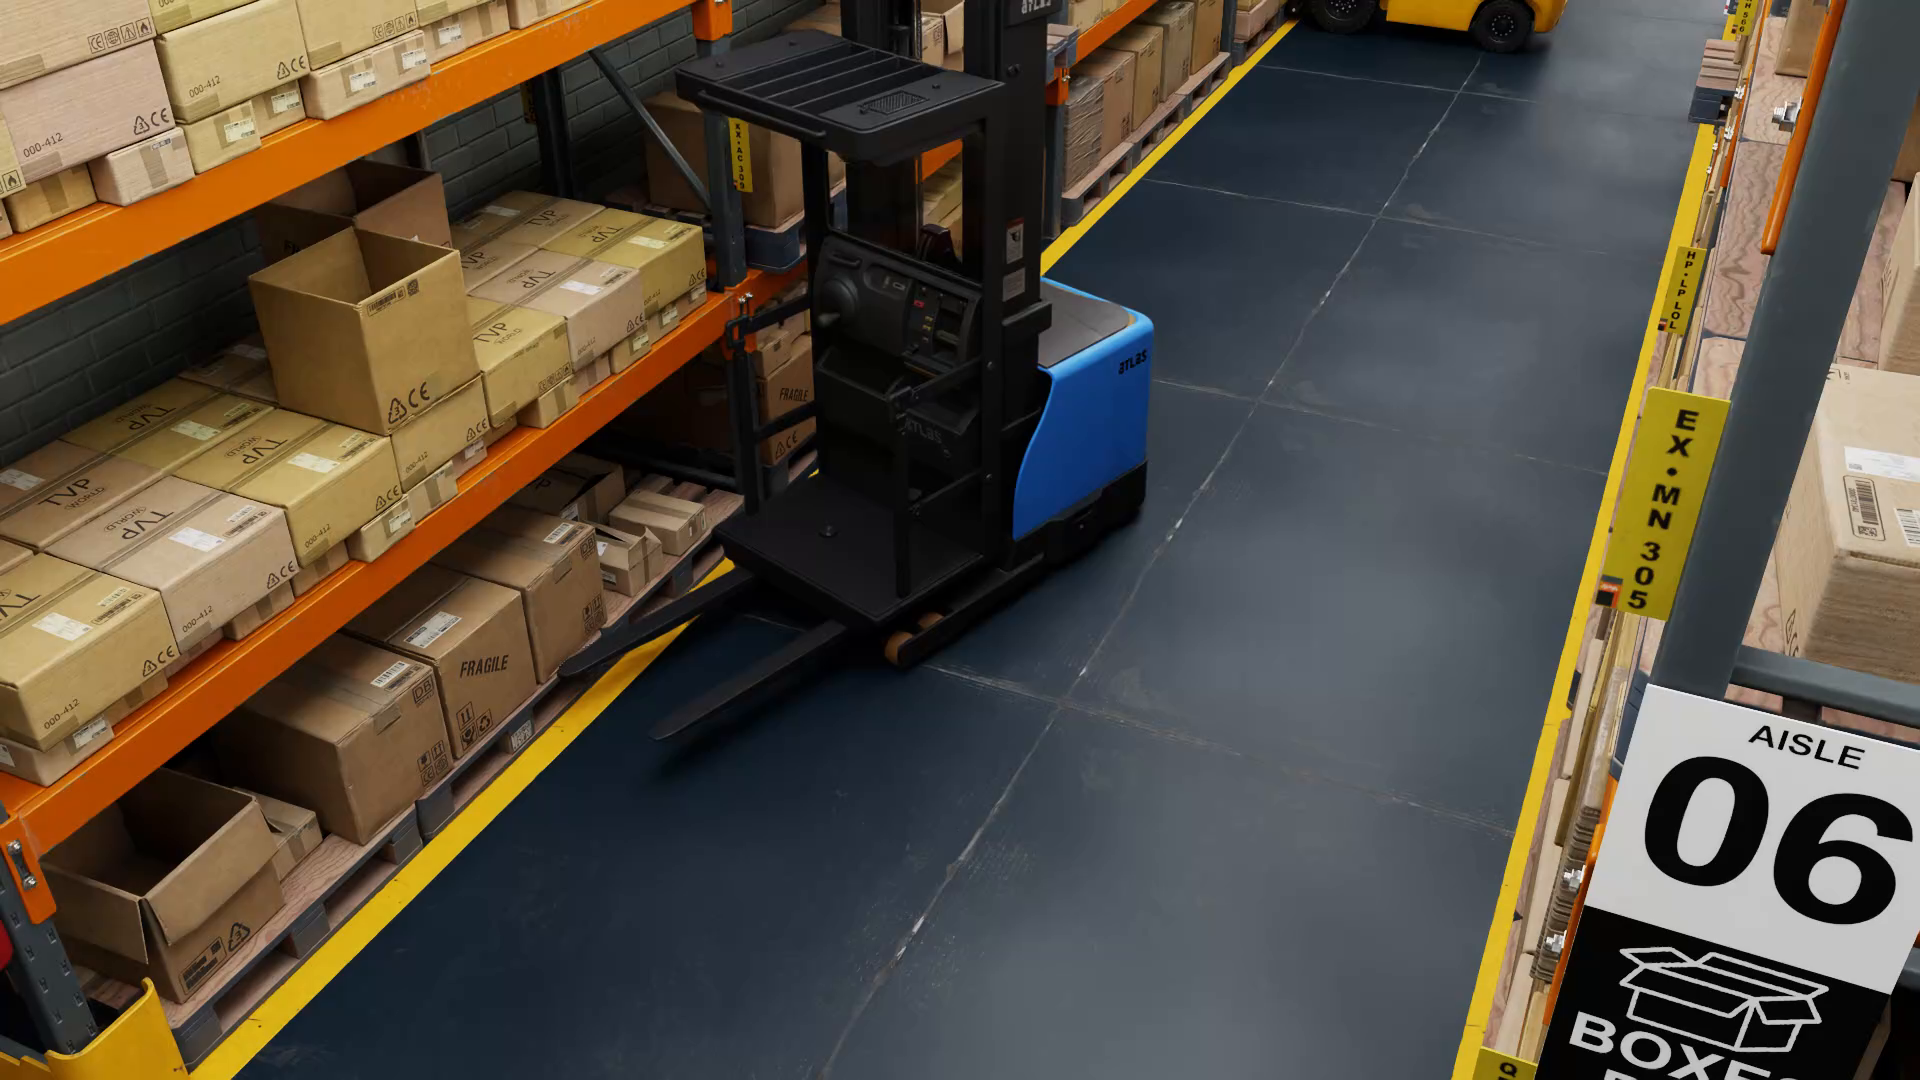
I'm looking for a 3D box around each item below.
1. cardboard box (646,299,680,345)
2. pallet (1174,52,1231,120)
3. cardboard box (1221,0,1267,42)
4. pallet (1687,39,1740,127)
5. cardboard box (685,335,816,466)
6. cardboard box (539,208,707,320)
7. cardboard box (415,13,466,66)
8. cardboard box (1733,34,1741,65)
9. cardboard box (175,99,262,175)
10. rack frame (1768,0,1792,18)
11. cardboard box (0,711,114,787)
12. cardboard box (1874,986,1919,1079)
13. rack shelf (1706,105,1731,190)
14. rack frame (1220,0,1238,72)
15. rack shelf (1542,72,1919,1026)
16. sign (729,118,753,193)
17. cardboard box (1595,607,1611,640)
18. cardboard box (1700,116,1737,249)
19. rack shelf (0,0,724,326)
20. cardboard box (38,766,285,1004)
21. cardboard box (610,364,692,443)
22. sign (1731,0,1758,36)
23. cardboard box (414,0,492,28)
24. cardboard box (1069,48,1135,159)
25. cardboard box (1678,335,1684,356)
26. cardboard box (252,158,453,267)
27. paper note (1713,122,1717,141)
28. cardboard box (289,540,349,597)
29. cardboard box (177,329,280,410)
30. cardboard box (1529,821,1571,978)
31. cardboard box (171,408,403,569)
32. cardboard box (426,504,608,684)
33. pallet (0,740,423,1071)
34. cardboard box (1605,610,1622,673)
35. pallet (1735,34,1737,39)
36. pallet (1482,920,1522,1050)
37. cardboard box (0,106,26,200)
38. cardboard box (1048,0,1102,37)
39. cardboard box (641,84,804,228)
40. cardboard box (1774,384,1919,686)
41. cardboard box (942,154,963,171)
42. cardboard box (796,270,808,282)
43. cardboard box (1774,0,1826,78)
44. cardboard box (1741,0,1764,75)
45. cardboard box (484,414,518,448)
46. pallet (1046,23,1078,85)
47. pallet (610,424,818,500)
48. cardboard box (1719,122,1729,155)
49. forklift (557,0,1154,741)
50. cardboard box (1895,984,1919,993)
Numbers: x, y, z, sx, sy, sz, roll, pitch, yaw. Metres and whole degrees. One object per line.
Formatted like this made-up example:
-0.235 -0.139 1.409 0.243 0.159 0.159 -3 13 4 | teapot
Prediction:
-1.454 -0.990 7.253 0.380 0.149 0.250 15 36 22 | cardboard box
1.613 -3.889 13.988 1.003 0.211 1.213 14 36 20 | pallet
2.389 -4.621 14.687 0.500 0.250 0.500 15 36 21 | cardboard box
4.924 -2.601 9.656 1.213 0.211 1.003 14 36 20 | pallet
-1.054 -0.766 8.579 0.500 0.500 0.500 16 36 23 | cardboard box
-1.452 -1.198 7.207 0.500 0.250 0.500 15 36 22 | cardboard box
-1.914 -1.721 5.633 0.380 0.149 0.250 15 36 21 | cardboard box
4.757 -2.875 9.745 0.380 0.149 0.250 14 36 20 | cardboard box
-2.280 -1.202 4.841 0.380 0.149 0.250 14 36 20 | cardboard box
3.049 -2.818 4.341 1.000 3.000 0.127 14 36 20 | rack frame
-2.748 0.550 4.904 0.380 0.149 0.250 14 36 20 | cardboard box
1.835 1.049 2.911 0.500 0.500 0.500 13 36 19 | cardboard box
5.559 -2.997 10.741 1.077 0.370 4.000 14 36 20 | rack shelf
1.886 -5.431 13.796 1.000 3.000 0.127 14 36 20 | rack frame
2.212 -0.267 3.842 1.077 0.370 4.000 14 36 20 | rack shelf
-0.965 -1.688 7.299 0.100 0.325 0.005 14 36 20 | sign
3.236 0.076 6.953 0.875 0.875 0.875 15 36 22 | cardboard box
3.218 -1.309 6.507 0.500 0.500 0.500 15 36 21 | cardboard box
-2.298 -1.404 5.576 1.077 0.370 4.000 14 36 20 | rack shelf
-2.792 1.131 5.683 0.797 0.503 0.637 13 35 19 | cardboard box
-1.524 -0.889 8.767 0.500 0.500 0.500 14 36 20 | cardboard box
4.226 -2.872 8.911 0.100 0.325 0.005 14 36 20 | sign
-1.868 -1.951 5.619 0.500 0.250 0.500 15 36 21 | cardboard box
0.752 -3.256 12.262 0.875 0.625 0.625 15 36 22 | cardboard box
3.013 -0.731 6.310 0.500 0.250 0.500 14 36 20 | cardboard box
-2.326 -1.141 6.436 0.500 0.500 0.500 13 35 19 | cardboard box
1.726 -0.928 3.808 0.006 0.032 0.123 14 36 21 | paper note
-2.337 0.029 5.700 0.380 0.149 0.250 15 36 21 | cardboard box
-2.536 -0.568 6.246 0.500 0.250 0.500 14 36 20 | cardboard box
1.767 0.835 4.150 0.500 0.500 0.500 15 36 22 | cardboard box
-2.280 -0.184 5.661 0.500 0.250 0.500 13 36 20 | cardboard box
-1.965 0.199 7.108 0.700 0.500 0.500 13 35 19 | cardboard box
-2.770 1.277 6.110 1.003 0.211 1.213 14 36 20 | pallet
1.975 0.166 4.259 0.500 0.500 0.500 14 36 20 | cardboard box
7.154 -4.080 14.280 1.003 0.211 1.213 14 36 20 | pallet
2.151 1.827 5.271 1.003 0.211 1.213 14 36 20 | pallet
-2.700 -0.928 4.060 0.500 0.250 0.500 14 36 20 | cardboard box
0.620 -3.541 11.051 0.500 0.250 0.500 14 36 21 | cardboard box
-1.055 -1.853 7.867 0.700 0.500 0.500 15 36 22 | cardboard box
1.482 0.029 2.397 0.500 0.250 0.500 11 35 16 | cardboard box
0.000 -2.272 10.284 0.380 0.149 0.250 13 35 19 | cardboard box
-0.824 -1.391 8.941 0.380 0.149 0.250 14 36 20 | cardboard box
2.612 -1.578 4.620 0.500 0.500 0.500 15 36 21 | cardboard box
4.294 -2.572 8.434 0.500 0.500 0.500 13 35 19 | cardboard box
-1.966 -0.494 6.497 0.380 0.149 0.250 15 36 21 | cardboard box
-0.007 -3.004 10.271 1.213 0.211 1.003 14 36 20 | pallet
-1.155 -0.694 9.116 1.003 0.211 1.213 14 36 20 | pallet
3.849 -1.750 7.864 0.500 0.250 0.500 14 36 20 | cardboard box
-0.429 -0.973 7.061 1.130 2.935 3.031 27 42 35 | forklift
1.821 0.691 2.865 0.380 0.149 0.250 15 36 22 | cardboard box
